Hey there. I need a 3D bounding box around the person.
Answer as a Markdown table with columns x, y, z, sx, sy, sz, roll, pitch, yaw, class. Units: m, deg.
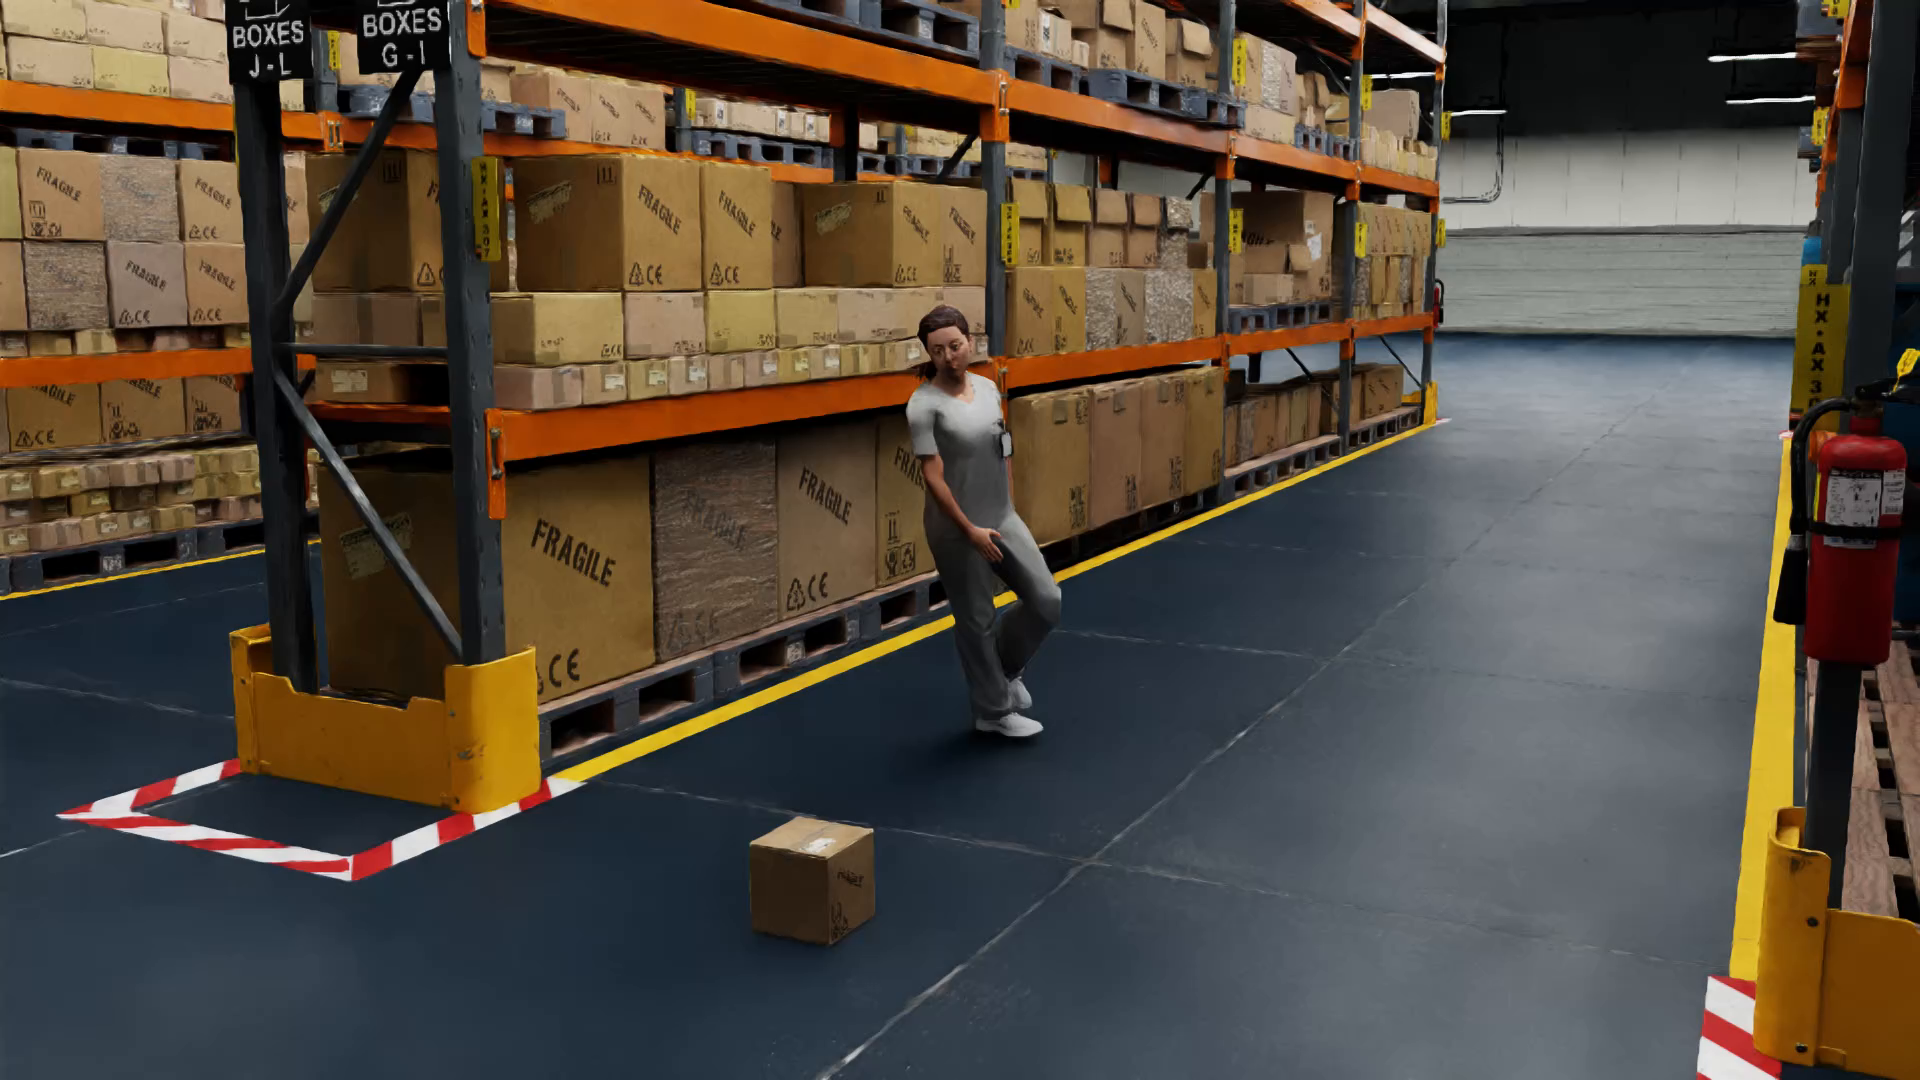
| x | y | z | sx | sy | sz | roll | pitch | yaw | class |
| --- | --- | --- | --- | --- | --- | --- | --- | --- | --- |
| 0.088 | -0.048 | 6.166 | 0.643 | 1.634 | 0.482 | -8 | 12 | -40 | person |
